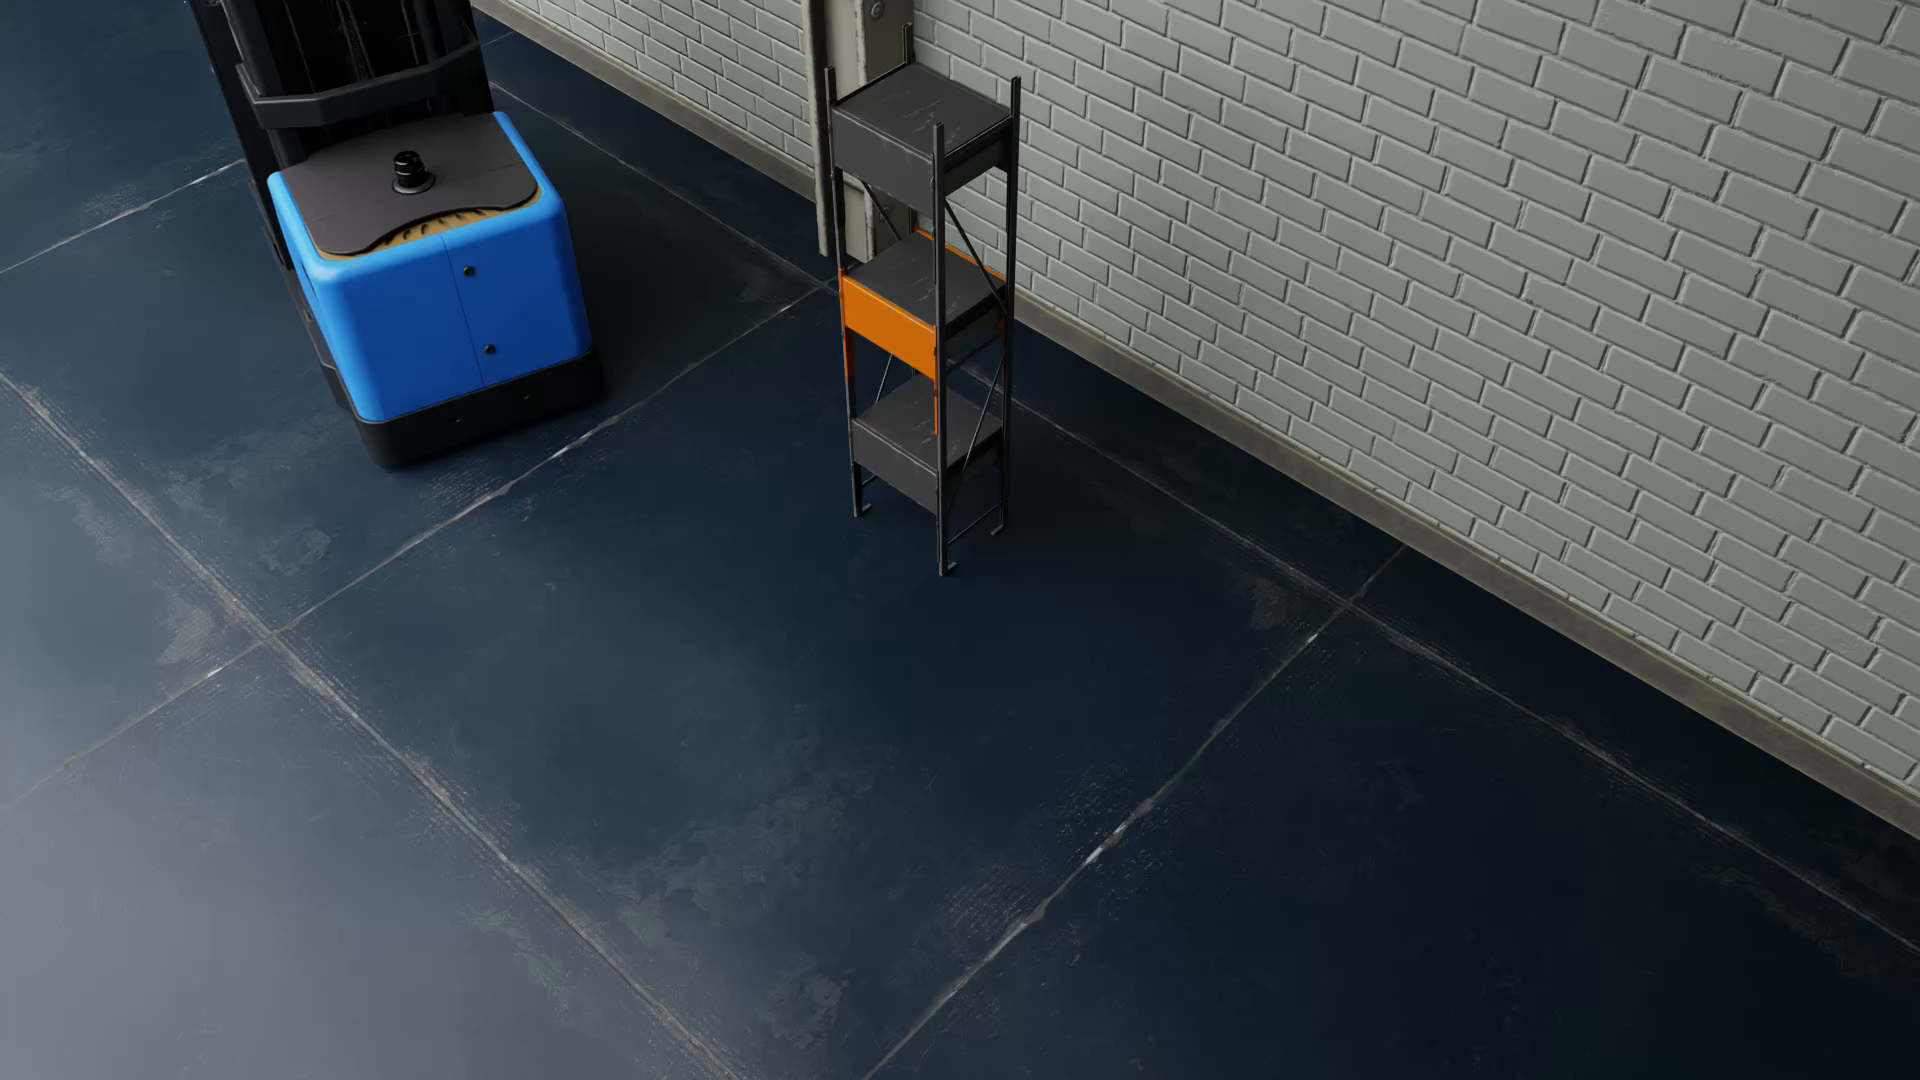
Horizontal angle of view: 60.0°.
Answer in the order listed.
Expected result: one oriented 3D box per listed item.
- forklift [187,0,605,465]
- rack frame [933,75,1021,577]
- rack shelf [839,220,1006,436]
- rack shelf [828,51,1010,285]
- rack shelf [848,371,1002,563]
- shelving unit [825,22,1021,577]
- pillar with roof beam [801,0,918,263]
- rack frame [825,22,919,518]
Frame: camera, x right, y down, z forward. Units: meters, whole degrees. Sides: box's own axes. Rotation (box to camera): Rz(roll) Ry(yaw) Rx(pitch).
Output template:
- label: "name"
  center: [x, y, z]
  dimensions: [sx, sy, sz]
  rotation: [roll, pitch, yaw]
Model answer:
- label: "forklift"
  center: [-2.736, -2.395, 7.097]
  dimensions: [1.130, 2.935, 3.031]
  rotation: [-22, 51, -19]
- label: "rack frame"
  center: [0.058, -0.680, 6.057]
  dimensions: [0.015, 2.100, 0.400]
  rotation: [34, 55, 28]
- label: "rack shelf"
  center: [-0.122, -0.791, 6.180]
  dimensions: [0.480, 0.518, 0.431]
  rotation: [34, 55, 28]
- label: "rack shelf"
  center: [-0.122, -1.270, 5.670]
  dimensions: [0.480, 0.518, 0.431]
  rotation: [34, 55, 28]
- label: "rack shelf"
  center: [-0.122, -0.312, 6.690]
  dimensions: [0.480, 0.518, 0.431]
  rotation: [34, 55, 28]
- label: "shelving unit"
  center: [-0.122, -0.801, 6.170]
  dimensions: [0.503, 2.100, 0.431]
  rotation: [34, 55, 28]
- label: "pillar with roof beam"
  center: [-3.365, -2.176, 2.729]
  dimensions: [0.400, 9.000, 9.100]
  rotation: [34, 55, 28]
- label: "rack frame"
  center: [-0.301, -0.921, 6.283]
  dimensions: [0.015, 2.100, 0.400]
  rotation: [34, 55, 28]
